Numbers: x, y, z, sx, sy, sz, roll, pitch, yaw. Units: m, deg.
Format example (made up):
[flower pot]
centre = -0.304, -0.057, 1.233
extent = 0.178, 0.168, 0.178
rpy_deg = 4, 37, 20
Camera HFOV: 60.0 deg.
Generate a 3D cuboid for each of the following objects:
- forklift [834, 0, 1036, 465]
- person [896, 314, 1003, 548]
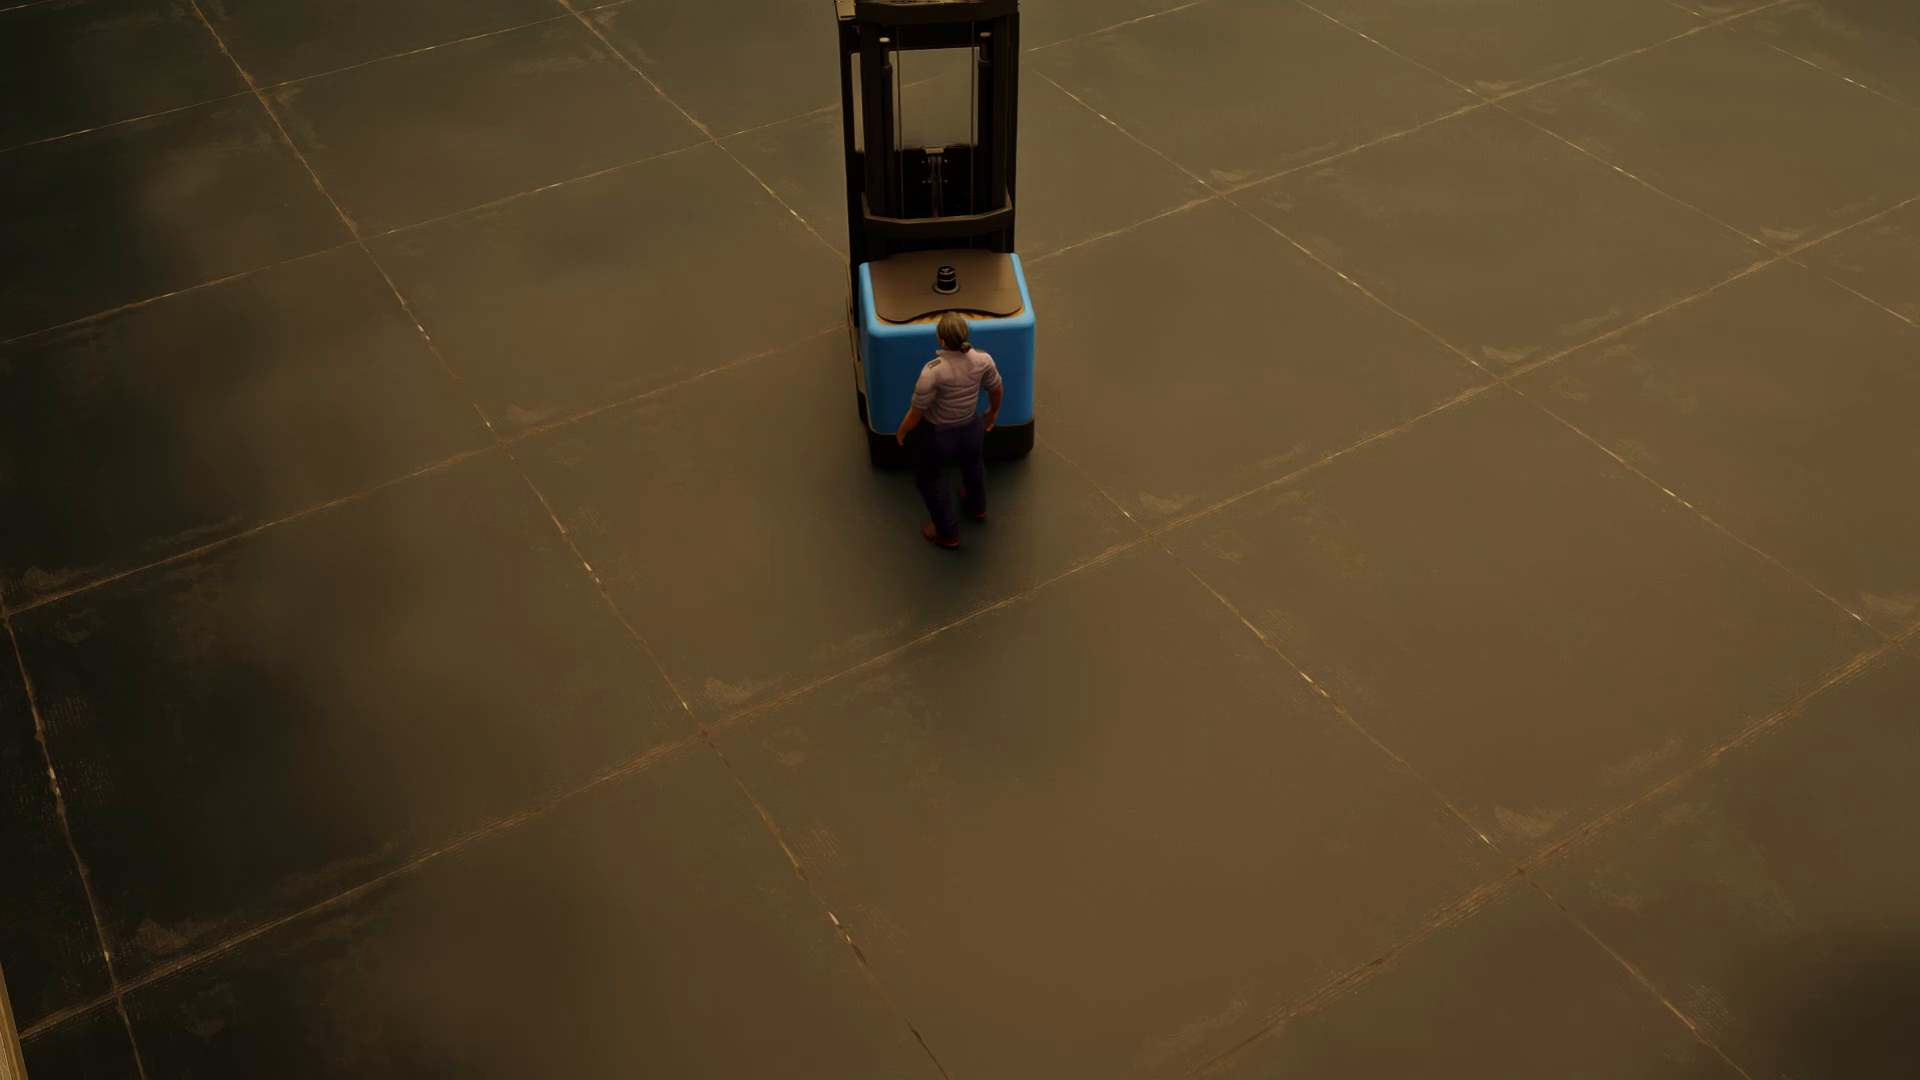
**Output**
[forklift]
centre = -0.216, -2.548, 10.787
extent = 1.130, 2.935, 3.031
rpy_deg = -5, 41, -5
[person]
centre = -0.081, -0.682, 9.673
extent = 0.627, 1.620, 0.517
rpy_deg = -19, 45, -21
